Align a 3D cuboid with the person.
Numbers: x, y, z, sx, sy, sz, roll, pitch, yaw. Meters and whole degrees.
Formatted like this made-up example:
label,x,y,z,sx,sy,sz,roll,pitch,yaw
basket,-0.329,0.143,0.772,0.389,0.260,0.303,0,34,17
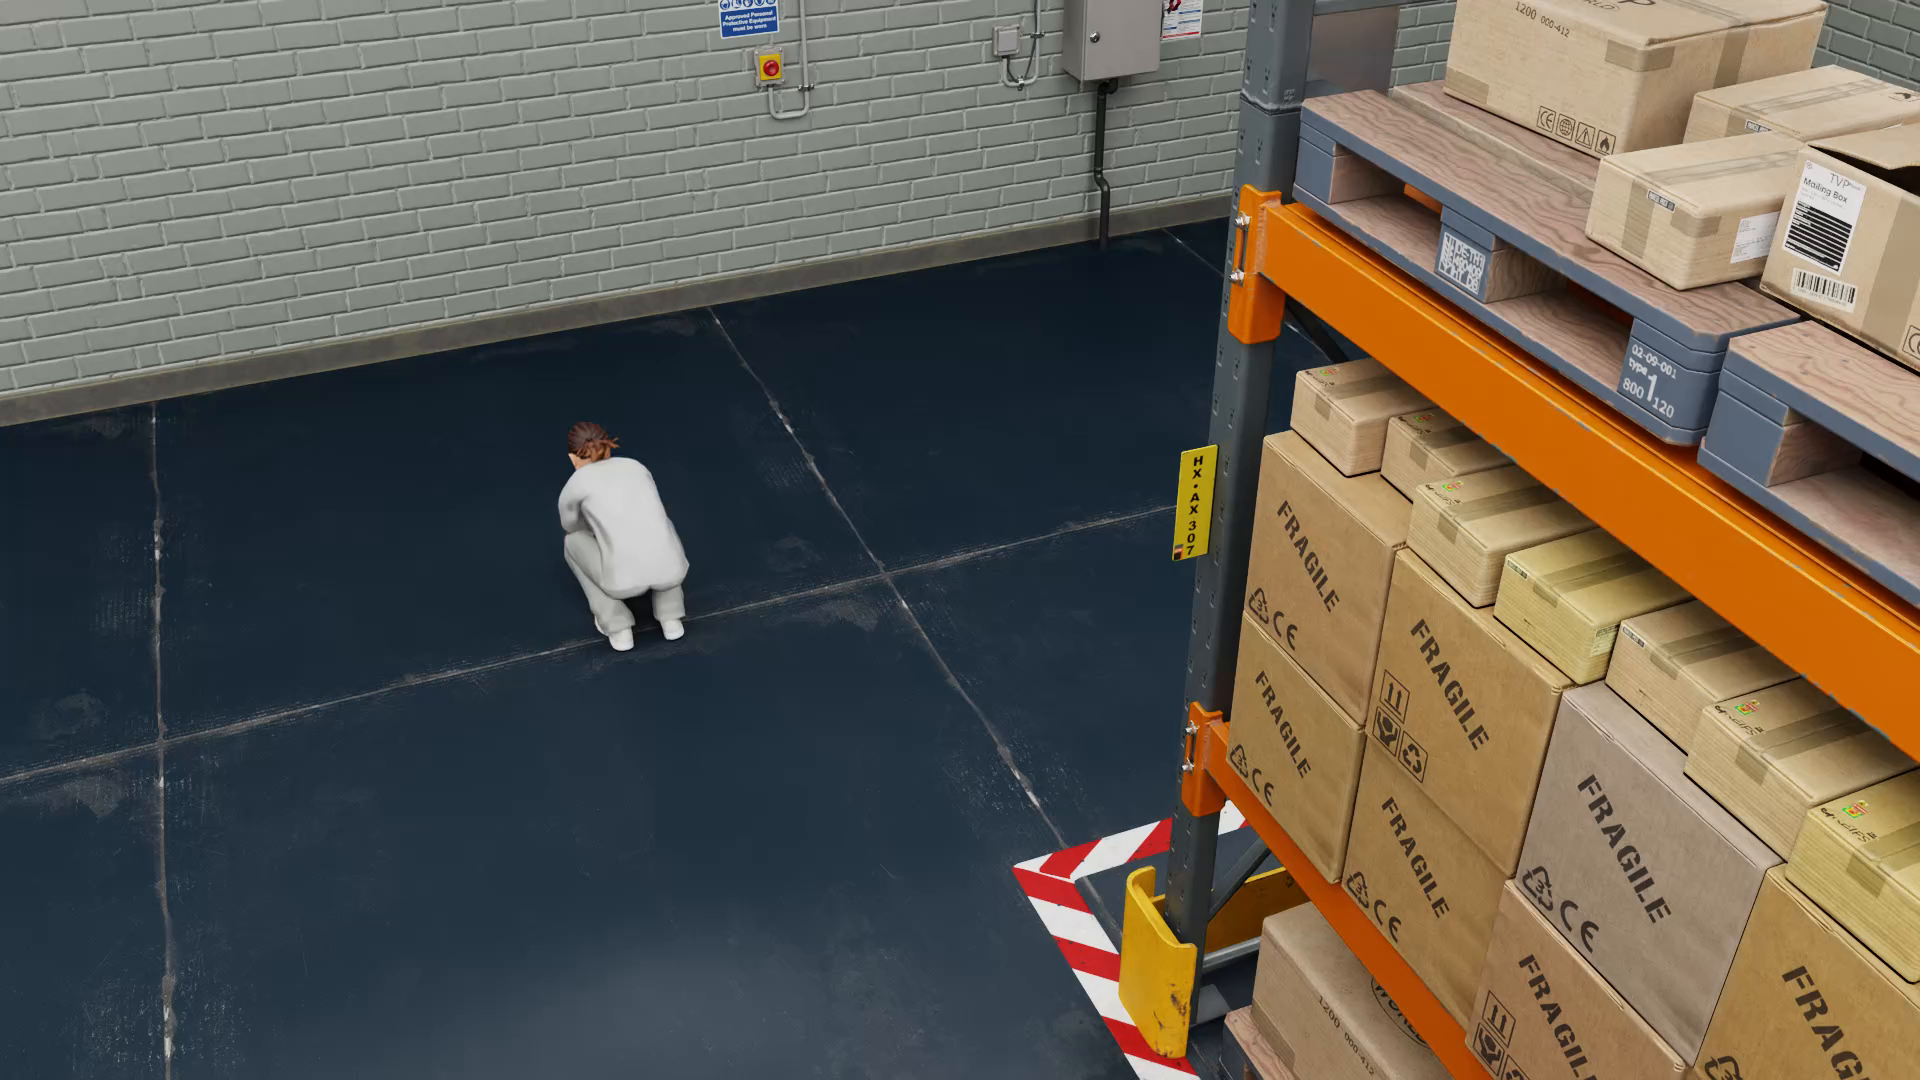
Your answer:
label,x,y,z,sx,sy,sz,roll,pitch,yaw
person,-1.420,-0.008,7.004,0.478,0.803,0.813,-13,36,-19
